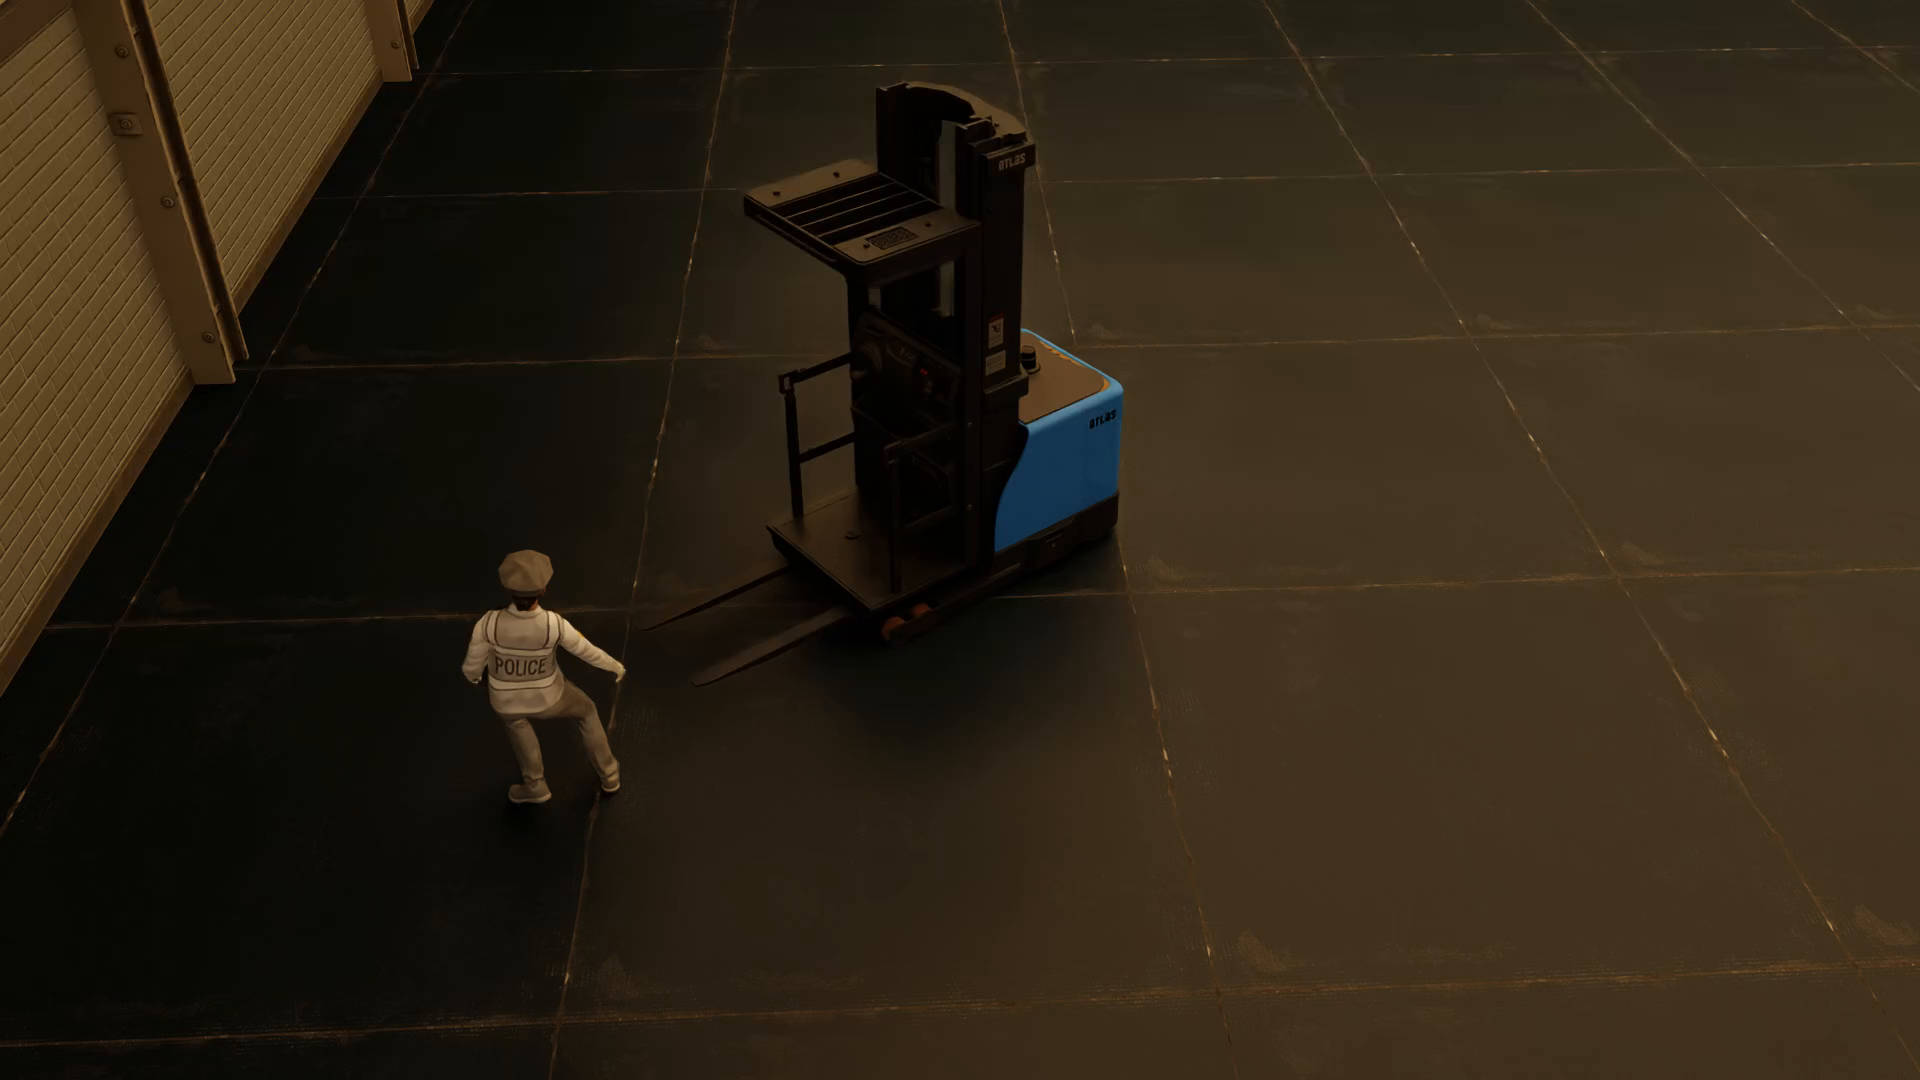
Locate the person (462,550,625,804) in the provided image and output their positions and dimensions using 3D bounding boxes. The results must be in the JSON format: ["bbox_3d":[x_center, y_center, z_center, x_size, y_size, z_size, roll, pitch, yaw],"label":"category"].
[{"bbox_3d":[-2.049,0.685,8.222,0.758,1.570,0.473,-6,36,-8],"label":"person"}]

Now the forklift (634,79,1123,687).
[{"bbox_3d":[-0.468,-0.923,9.278,3.031,2.935,1.130,-25,43,-31],"label":"forklift"}]
